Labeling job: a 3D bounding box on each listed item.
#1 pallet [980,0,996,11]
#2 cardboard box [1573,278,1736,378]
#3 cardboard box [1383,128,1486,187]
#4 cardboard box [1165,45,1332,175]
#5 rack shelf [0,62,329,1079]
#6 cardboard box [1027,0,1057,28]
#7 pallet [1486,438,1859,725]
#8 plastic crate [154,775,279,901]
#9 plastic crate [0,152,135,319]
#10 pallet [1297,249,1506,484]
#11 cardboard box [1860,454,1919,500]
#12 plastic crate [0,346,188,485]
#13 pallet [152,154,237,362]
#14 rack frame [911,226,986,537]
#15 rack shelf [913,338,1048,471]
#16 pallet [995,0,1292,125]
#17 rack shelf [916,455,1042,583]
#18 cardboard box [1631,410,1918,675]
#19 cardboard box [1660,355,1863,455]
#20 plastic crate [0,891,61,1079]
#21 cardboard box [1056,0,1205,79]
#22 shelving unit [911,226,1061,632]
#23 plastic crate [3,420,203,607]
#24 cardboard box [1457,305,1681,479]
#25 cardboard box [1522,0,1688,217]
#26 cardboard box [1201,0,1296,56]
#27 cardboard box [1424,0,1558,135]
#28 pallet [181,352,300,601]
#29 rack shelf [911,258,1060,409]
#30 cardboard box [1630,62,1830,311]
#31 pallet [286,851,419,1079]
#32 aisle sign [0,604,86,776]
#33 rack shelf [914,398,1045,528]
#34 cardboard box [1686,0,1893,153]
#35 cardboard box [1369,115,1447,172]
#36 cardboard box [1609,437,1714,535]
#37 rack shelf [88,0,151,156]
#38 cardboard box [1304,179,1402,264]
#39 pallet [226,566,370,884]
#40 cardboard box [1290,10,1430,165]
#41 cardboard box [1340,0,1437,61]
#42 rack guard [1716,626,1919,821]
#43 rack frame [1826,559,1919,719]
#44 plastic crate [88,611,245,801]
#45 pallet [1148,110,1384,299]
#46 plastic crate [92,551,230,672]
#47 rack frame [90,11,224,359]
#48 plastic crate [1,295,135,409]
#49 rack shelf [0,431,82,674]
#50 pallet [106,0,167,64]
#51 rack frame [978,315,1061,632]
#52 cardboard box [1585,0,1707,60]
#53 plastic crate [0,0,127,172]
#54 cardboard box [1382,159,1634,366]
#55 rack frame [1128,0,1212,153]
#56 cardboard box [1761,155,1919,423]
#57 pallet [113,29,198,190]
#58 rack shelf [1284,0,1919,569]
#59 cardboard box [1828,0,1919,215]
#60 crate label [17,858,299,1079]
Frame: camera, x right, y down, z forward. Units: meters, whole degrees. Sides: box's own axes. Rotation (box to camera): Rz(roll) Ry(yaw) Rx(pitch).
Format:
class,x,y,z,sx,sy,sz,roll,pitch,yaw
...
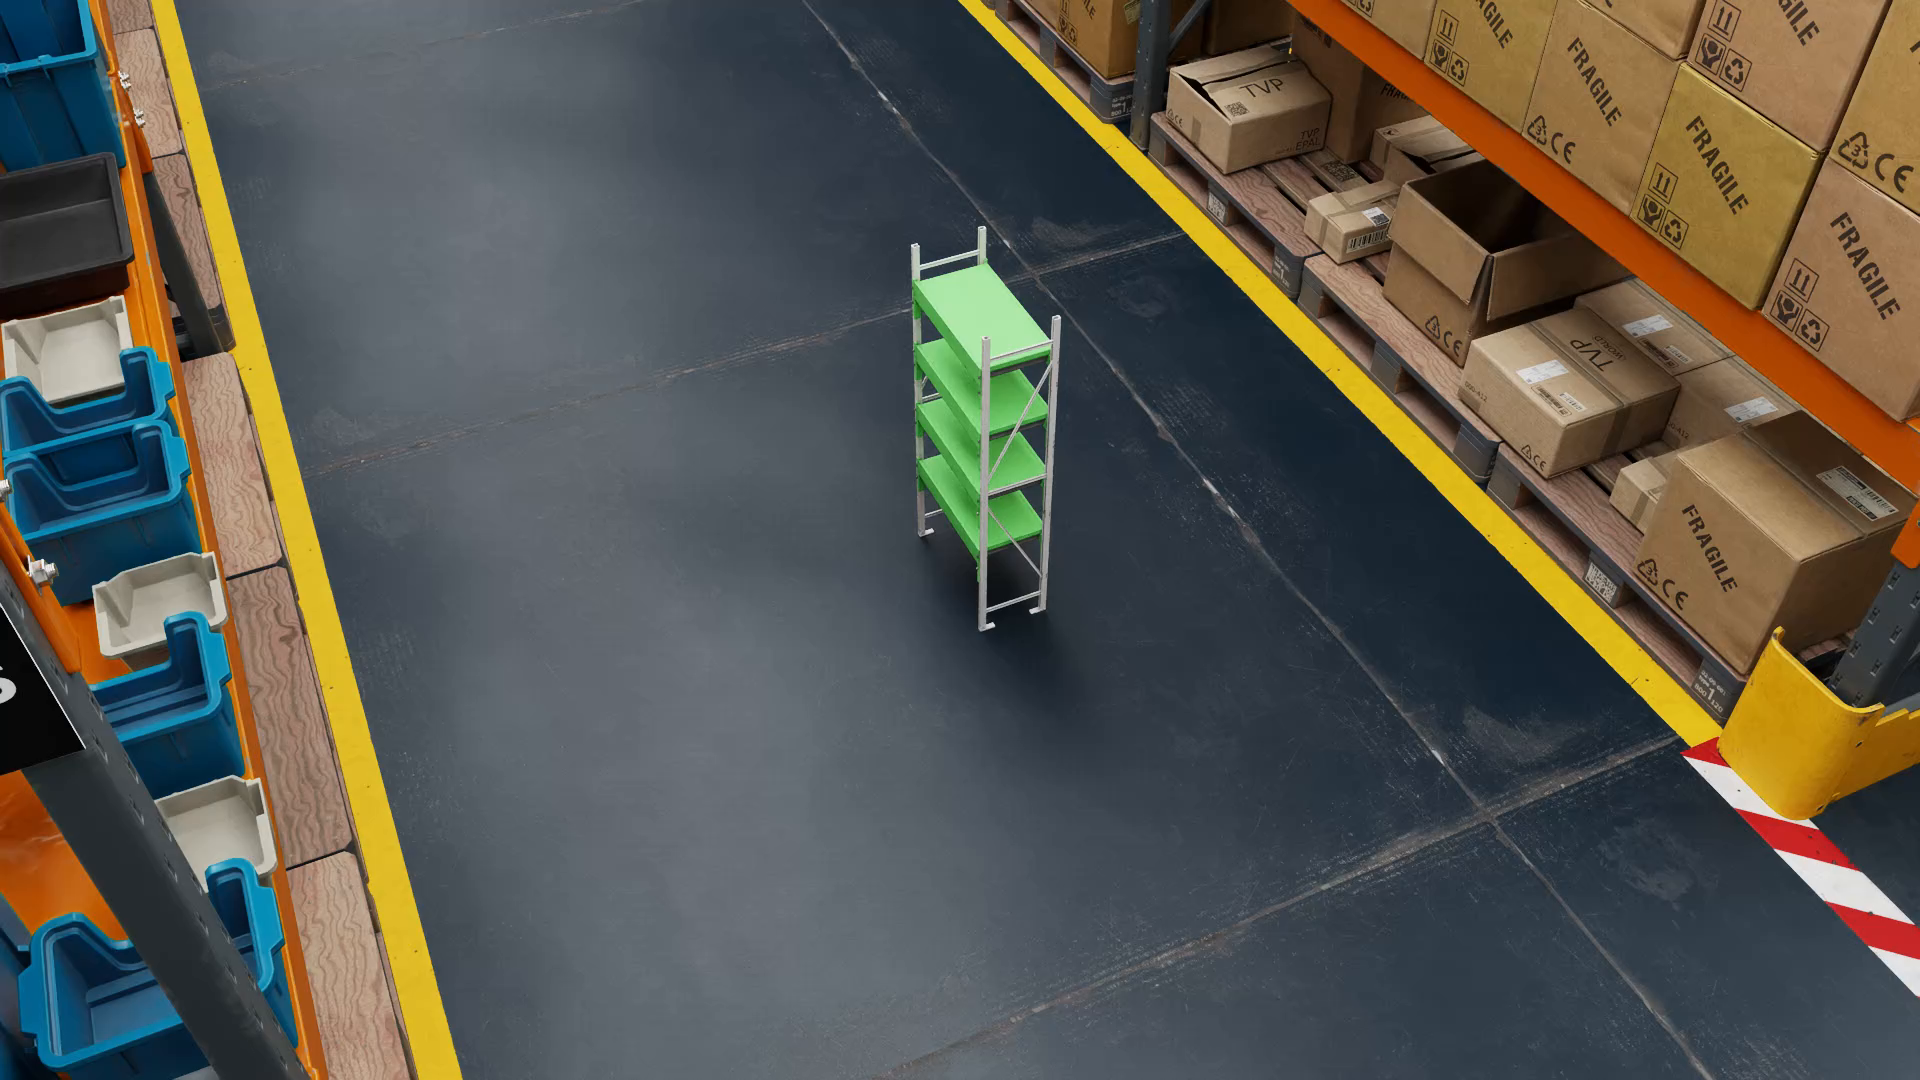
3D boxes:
class,x,y,z,sx,sy,sz,roll,pitch,yaw
pallet,0.358,-3.299,8.943,1.003,0.211,1.213,-18,47,-17
cardboard box,2.541,-0.702,5.971,0.500,0.250,0.500,-18,47,-17
cardboard box,2.063,-1.448,6.683,0.500,0.311,0.500,-18,47,-17
cardboard box,1.231,-1.874,7.115,0.500,0.311,0.500,-18,47,-17
rack shelf,-2.404,-0.015,4.142,1.077,0.370,4.000,-18,47,-17
cardboard box,0.583,-2.820,7.939,0.500,0.500,0.500,-18,47,-17
pallet,2.565,-0.021,5.621,1.003,0.211,1.213,-18,47,-17
plastic crate,-1.428,0.592,3.159,0.250,0.136,0.298,-18,47,-17
plastic crate,-2.530,-0.835,4.614,0.437,0.125,0.590,-18,47,-17
pallet,2.056,-0.797,6.408,1.003,0.211,1.213,-18,47,-17
cardboard box,2.964,-0.133,5.453,0.380,0.166,0.250,-18,47,-17
plastic crate,-2.048,-0.243,3.937,0.416,0.233,0.300,-18,47,-17
pallet,-3.531,-1.057,6.671,1.003,0.211,1.213,-18,47,-17
rack frame,-0.033,-0.477,5.379,0.240,1.200,0.015,-18,47,-17
rack shelf,0.070,-0.447,5.098,0.258,0.148,0.480,-18,47,-17
pallet,0.875,-2.521,8.154,1.003,0.211,1.213,-18,47,-17
rack shelf,0.070,-0.105,5.435,0.258,0.148,0.480,-18,47,-17
cardboard box,2.481,0.002,5.078,0.500,0.500,0.500,-18,47,-17
cardboard box,2.751,-0.384,5.648,0.500,0.250,0.500,-18,47,-17
plastic crate,-1.873,0.811,2.724,0.616,0.435,0.499,-18,47,-17
cardboard box,0.783,-2.503,7.617,0.500,0.500,0.500,-18,47,-18
shelving unit,0.070,-0.322,5.222,0.258,1.200,0.503,-18,47,-17
plastic crate,-1.922,-0.052,3.744,0.416,0.233,0.300,-18,47,-17
cardboard box,2.109,-0.523,5.789,0.500,0.250,0.500,-18,47,-17
cardboard box,2.071,-1.347,4.908,0.500,0.500,0.500,-18,47,-17
cardboard box,1.269,-2.653,7.770,0.500,0.500,0.500,-20,48,-19
cardboard box,1.860,-1.668,5.234,0.500,0.500,0.500,-19,48,-18
pallet,-2.900,-0.096,5.697,1.003,0.211,1.213,-18,47,-17
rack shelf,0.070,-0.618,4.929,0.258,0.148,0.480,-18,47,-17
cardboard box,2.276,-1.027,4.584,0.500,0.500,0.500,-18,47,-17
pallet,-1.874,1.459,4.121,1.003,0.211,1.213,-18,47,-17
aisle sign,-1.263,0.036,1.727,0.394,0.787,0.004,-18,47,-17
rack shelf,0.070,-0.276,5.267,0.258,0.148,0.480,-18,47,-17
cardboard box,2.283,-1.373,4.222,0.500,0.500,0.500,-17,47,-16
cardboard box,1.960,-1.647,7.000,0.380,0.149,0.250,-18,47,-17
cardboard box,2.392,-0.164,5.484,0.380,0.166,0.250,-18,47,-17
rack shelf,-4.086,-2.564,6.725,1.077,0.370,4.000,-18,47,-17
cardboard box,1.604,-1.275,6.610,0.380,0.166,0.250,-18,47,-17
pallet,-2.384,0.683,4.908,1.003,0.211,1.213,-18,47,-17
cardboard box,1.748,-1.994,7.101,0.500,0.500,0.500,-18,47,-17
cardboard box,1.645,-1.992,5.562,0.500,0.500,0.500,-18,47,-18
rack guard,2.901,0.384,5.005,1.175,0.500,0.348,-18,47,-17
rack frame,2.933,-0.457,4.078,1.000,3.000,0.127,-18,47,-17
plastic crate,-1.645,0.368,3.318,0.416,0.233,0.300,-18,47,-17
pallet,1.539,-1.576,7.197,1.003,0.211,1.213,-18,47,-17
plastic crate,-1.713,0.160,3.597,0.250,0.136,0.298,-18,47,-17
rack frame,-3.245,-1.546,5.181,1.000,3.000,0.127,-18,47,-17
plastic crate,-2.240,-0.452,4.218,0.293,0.136,0.466,-18,47,-17
rack shelf,-2.404,-1.083,3.088,1.077,0.370,4.000,-18,47,-17
pallet,-4.557,-2.612,8.247,1.003,0.211,1.213,-18,47,-17
rack frame,0.172,-0.166,5.064,0.240,1.200,0.015,-18,47,-17
cardboard box,2.061,-1.702,4.556,0.500,0.500,0.500,-17,47,-16
plastic crate,-2.739,-1.365,4.966,0.392,0.384,0.575,-18,47,-17
cardboard box,2.046,-1.078,6.171,0.797,0.503,0.637,-18,47,-17
rack frame,1.251,-3.006,6.661,1.000,3.000,0.127,-18,47,-17
cardboard box,2.498,-0.698,4.250,0.500,0.500,0.500,-17,47,-16
pallet,-4.048,-1.836,7.460,1.003,0.211,1.213,-18,47,-17
rack shelf,2.092,-1.476,5.622,1.077,0.370,4.000,-18,47,-17
cardboard box,2.496,-1.051,3.896,0.500,0.500,0.500,-18,48,-18
crate label,-1.368,0.787,2.893,0.416,0.233,0.303,-18,47,-17
